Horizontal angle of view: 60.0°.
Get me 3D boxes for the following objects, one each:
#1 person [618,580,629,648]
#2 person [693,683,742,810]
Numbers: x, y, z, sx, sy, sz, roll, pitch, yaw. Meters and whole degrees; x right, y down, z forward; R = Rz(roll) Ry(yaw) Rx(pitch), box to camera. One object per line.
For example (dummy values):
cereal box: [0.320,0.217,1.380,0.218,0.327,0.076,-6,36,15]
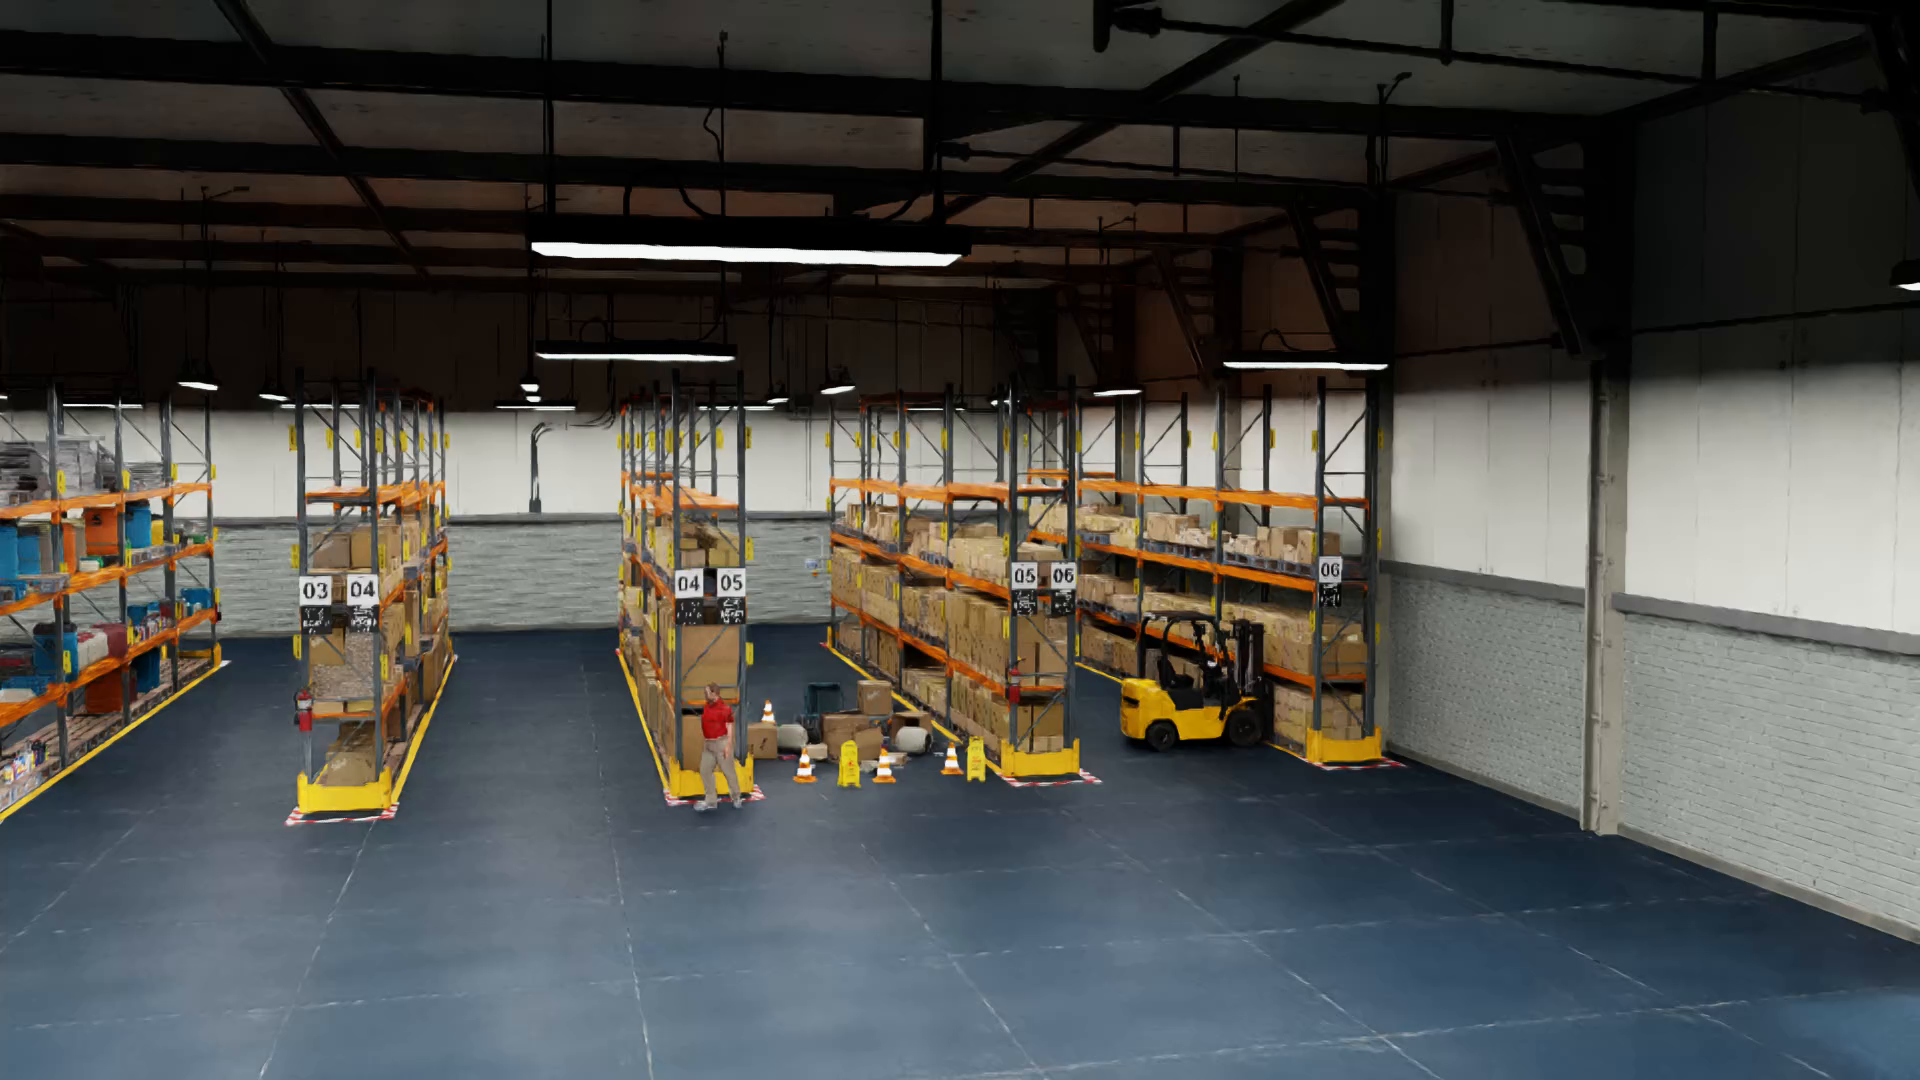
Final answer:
person: [-8.056,1.775,40.357,0.500,1.655,0.567,1,4,23]
person: [-3.274,2.801,22.619,0.595,1.717,0.584,3,4,40]
